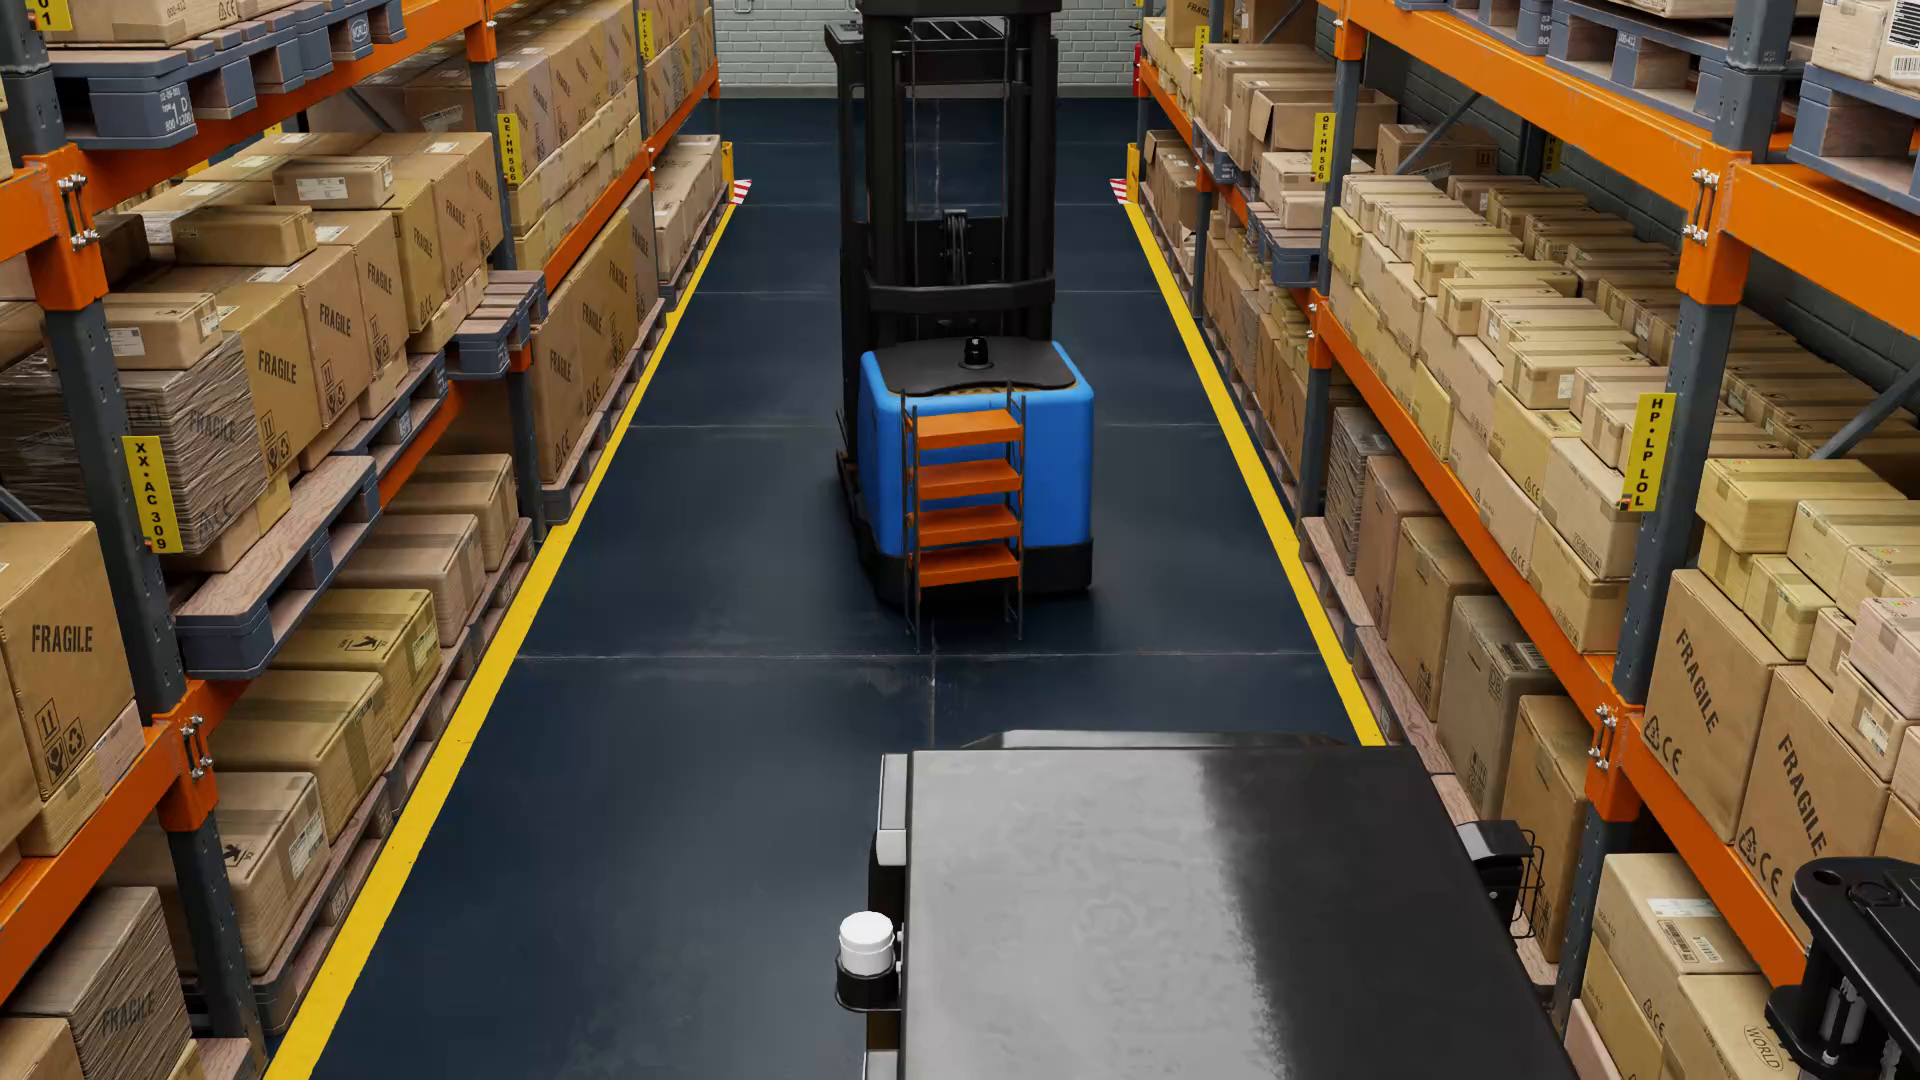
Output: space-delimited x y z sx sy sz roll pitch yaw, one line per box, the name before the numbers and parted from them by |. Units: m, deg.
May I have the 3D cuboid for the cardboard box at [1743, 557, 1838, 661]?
cardboard box | 2.067 0.158 3.851 0.380 0.149 0.250 0 24 1

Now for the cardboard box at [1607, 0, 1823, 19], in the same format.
cardboard box | 2.071 -1.600 4.485 0.500 0.311 0.500 -1 24 -2

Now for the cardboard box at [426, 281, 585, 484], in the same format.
cardboard box | -2.609 -0.872 9.108 0.875 0.875 0.875 0 24 -1

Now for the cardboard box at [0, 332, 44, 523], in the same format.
cardboard box | -2.875 -0.278 4.732 0.500 0.500 0.500 -1 24 -2

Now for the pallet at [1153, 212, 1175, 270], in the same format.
pallet | 2.212 -2.553 14.138 1.003 0.211 1.213 0 24 -1

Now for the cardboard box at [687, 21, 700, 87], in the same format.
cardboard box | -2.496 -4.090 14.032 0.500 0.500 0.500 0 24 1

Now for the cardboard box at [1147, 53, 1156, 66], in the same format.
cardboard box | 1.921 -4.433 15.217 0.380 0.149 0.250 0 24 -1

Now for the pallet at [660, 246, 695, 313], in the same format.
pallet | -2.658 -2.056 13.039 1.003 0.211 1.213 0 24 -1

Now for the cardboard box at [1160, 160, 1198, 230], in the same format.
cardboard box | 1.980 -2.914 14.076 0.500 0.500 0.500 0 24 0

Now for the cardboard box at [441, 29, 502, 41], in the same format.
cardboard box | -2.963 -2.702 9.749 0.500 0.500 0.500 -1 24 -1

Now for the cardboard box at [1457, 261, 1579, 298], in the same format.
cardboard box | 2.112 -0.958 6.320 0.380 0.149 0.250 0 24 -1

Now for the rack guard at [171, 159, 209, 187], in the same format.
rack guard | -7.720 -3.427 15.720 1.175 0.500 0.348 0 24 -1

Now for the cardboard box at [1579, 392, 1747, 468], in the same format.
cardboard box | 2.076 -0.327 4.924 0.380 0.149 0.250 -1 24 -1

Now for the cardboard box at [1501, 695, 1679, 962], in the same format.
cardboard box | 2.305 0.936 5.413 0.875 0.625 0.625 1 24 2

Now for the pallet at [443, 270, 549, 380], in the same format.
pallet | -2.570 -0.984 7.518 1.213 0.211 1.003 0 24 -1

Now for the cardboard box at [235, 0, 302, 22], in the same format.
cardboard box | -2.253 -1.657 4.807 0.500 0.250 0.500 -1 24 -1

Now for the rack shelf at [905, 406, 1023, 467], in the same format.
rack shelf | 0.013 -0.460 7.356 0.480 0.148 0.258 -6 25 -14

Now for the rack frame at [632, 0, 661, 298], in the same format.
rack frame | -2.728 -3.012 11.771 1.000 3.000 0.127 0 24 -1

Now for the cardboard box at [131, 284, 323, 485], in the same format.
cardboard box | -2.365 -0.489 5.200 0.500 0.500 0.500 0 24 0

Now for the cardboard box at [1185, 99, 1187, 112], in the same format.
cardboard box | 1.952 -3.374 12.876 0.380 0.149 0.250 0 24 1

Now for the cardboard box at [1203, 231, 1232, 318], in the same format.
cardboard box | 2.015 -1.888 11.809 0.500 0.500 0.500 1 24 2

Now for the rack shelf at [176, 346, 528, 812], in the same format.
rack shelf | -2.663 -0.212 6.452 1.077 0.370 4.000 0 24 -1

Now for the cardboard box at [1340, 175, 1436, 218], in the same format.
cardboard box | 1.988 -1.596 7.731 0.380 0.149 0.250 0 24 1

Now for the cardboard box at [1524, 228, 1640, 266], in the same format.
cardboard box | 2.539 -1.173 6.795 0.380 0.149 0.250 0 24 -1

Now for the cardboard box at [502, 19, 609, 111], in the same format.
cardboard box | -2.473 -2.908 10.206 0.500 0.500 0.500 0 24 1

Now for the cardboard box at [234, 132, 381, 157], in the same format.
cardboard box | -2.911 -1.550 7.546 0.500 0.500 0.500 -1 24 -2

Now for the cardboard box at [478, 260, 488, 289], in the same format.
cardboard box | -2.370 -1.197 7.552 0.380 0.149 0.250 0 24 0

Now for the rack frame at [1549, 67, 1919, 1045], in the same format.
rack frame | 2.322 0.260 4.535 1.000 3.000 0.127 0 24 -1

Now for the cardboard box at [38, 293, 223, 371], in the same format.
cardboard box | -2.292 -0.579 4.612 0.380 0.149 0.250 0 24 -1

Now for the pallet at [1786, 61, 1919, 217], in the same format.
pallet | 2.358 -0.715 3.158 1.003 0.211 1.213 0 24 -1

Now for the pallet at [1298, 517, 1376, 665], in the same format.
pallet | 2.249 0.222 8.003 1.003 0.211 1.213 0 24 -1

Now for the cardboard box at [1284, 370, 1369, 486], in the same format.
cardboard box | 2.059 -0.614 8.991 0.500 0.500 0.500 0 24 1

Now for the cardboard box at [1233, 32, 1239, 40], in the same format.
cardboard box | 2.467 -4.147 14.100 0.500 0.250 0.500 1 24 1

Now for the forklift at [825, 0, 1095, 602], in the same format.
forklift | -0.101 -1.616 8.766 1.130 2.935 3.031 -4 25 -8

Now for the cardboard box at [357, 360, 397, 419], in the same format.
cardboard box | -2.317 -0.559 6.142 0.380 0.149 0.250 1 24 1

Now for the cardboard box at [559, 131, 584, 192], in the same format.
cardboard box | -2.441 -2.152 9.443 0.500 0.250 0.500 0 24 -1

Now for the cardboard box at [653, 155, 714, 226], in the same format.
cardboard box | -2.646 -3.036 14.422 0.875 0.438 0.875 0 24 1

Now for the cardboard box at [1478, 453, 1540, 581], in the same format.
cardboard box | 2.044 -0.085 5.480 0.500 0.250 0.500 0 24 -1

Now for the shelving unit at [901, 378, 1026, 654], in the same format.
shelving unit | 0.013 -0.101 7.518 0.503 1.200 0.258 -6 25 -14

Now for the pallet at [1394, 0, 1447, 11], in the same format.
pallet | 2.376 -2.389 6.982 1.213 0.211 1.003 1 24 2

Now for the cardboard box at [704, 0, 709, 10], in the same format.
cardboard box | -2.529 -4.964 14.752 0.500 0.500 0.500 1 24 1

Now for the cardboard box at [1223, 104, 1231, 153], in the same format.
cardboard box | 1.867 -2.592 10.495 0.396 0.266 0.258 1 24 2

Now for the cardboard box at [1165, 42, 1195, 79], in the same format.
cardboard box | 1.968 -3.936 13.634 0.500 0.250 0.500 -1 24 -2

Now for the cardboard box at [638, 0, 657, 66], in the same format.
cardboard box | -2.491 -3.711 11.980 0.500 0.500 0.500 0 24 0

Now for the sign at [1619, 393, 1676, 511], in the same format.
sign | 1.780 -0.225 4.298 0.100 0.325 0.005 0 24 -1

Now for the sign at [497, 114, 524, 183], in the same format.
sign | -2.142 -1.862 7.918 0.100 0.325 0.005 0 24 -1

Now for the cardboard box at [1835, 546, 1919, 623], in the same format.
cardboard box | 2.134 0.129 3.556 0.380 0.149 0.250 -1 24 -2

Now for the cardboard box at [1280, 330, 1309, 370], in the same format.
cardboard box | 1.986 -1.051 9.170 0.380 0.149 0.250 -1 24 -3

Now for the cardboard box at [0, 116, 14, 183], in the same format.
cardboard box | -2.332 -0.839 3.631 0.380 0.149 0.250 0 24 0

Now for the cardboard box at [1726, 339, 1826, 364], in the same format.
cardboard box | 2.557 -0.546 5.408 0.380 0.149 0.250 0 24 -1

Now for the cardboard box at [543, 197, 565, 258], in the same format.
cardboard box | -2.462 -1.710 9.073 0.500 0.250 0.500 -1 24 -2

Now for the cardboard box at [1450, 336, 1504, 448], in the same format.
cardboard box | 2.049 -0.523 5.842 0.500 0.250 0.500 0 24 0

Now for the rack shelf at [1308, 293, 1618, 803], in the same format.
rack shelf | 2.301 -0.236 6.505 1.077 0.370 4.000 0 24 -1

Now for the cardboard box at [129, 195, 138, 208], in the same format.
cardboard box | -7.470 -2.957 14.597 0.380 0.149 0.250 0 24 0

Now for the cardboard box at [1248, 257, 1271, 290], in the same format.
cardboard box | 2.050 -1.697 10.600 0.380 0.149 0.250 1 24 1
